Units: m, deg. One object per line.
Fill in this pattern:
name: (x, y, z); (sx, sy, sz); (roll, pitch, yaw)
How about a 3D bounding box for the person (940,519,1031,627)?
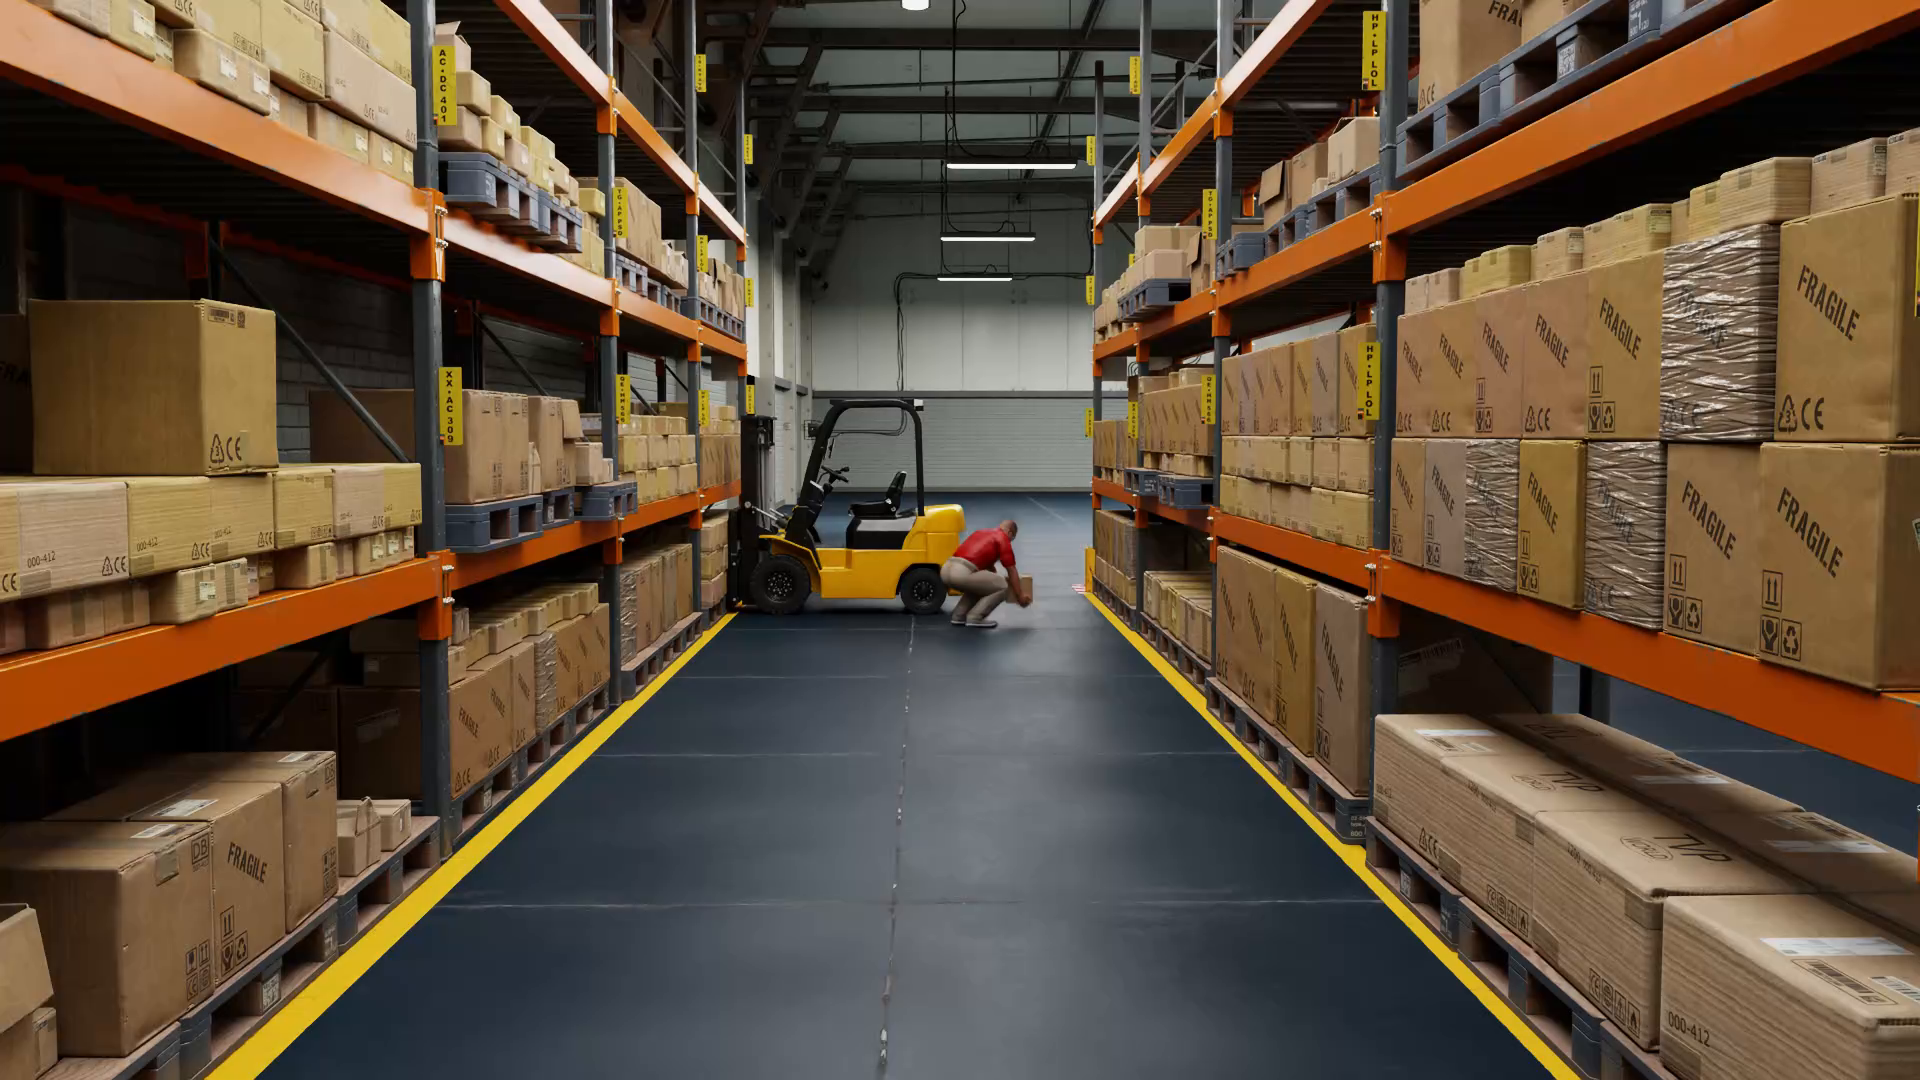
person: (0.232, 0.309, 15.775); (0.893, 1.001, 0.568); (-2, 4, -30)
